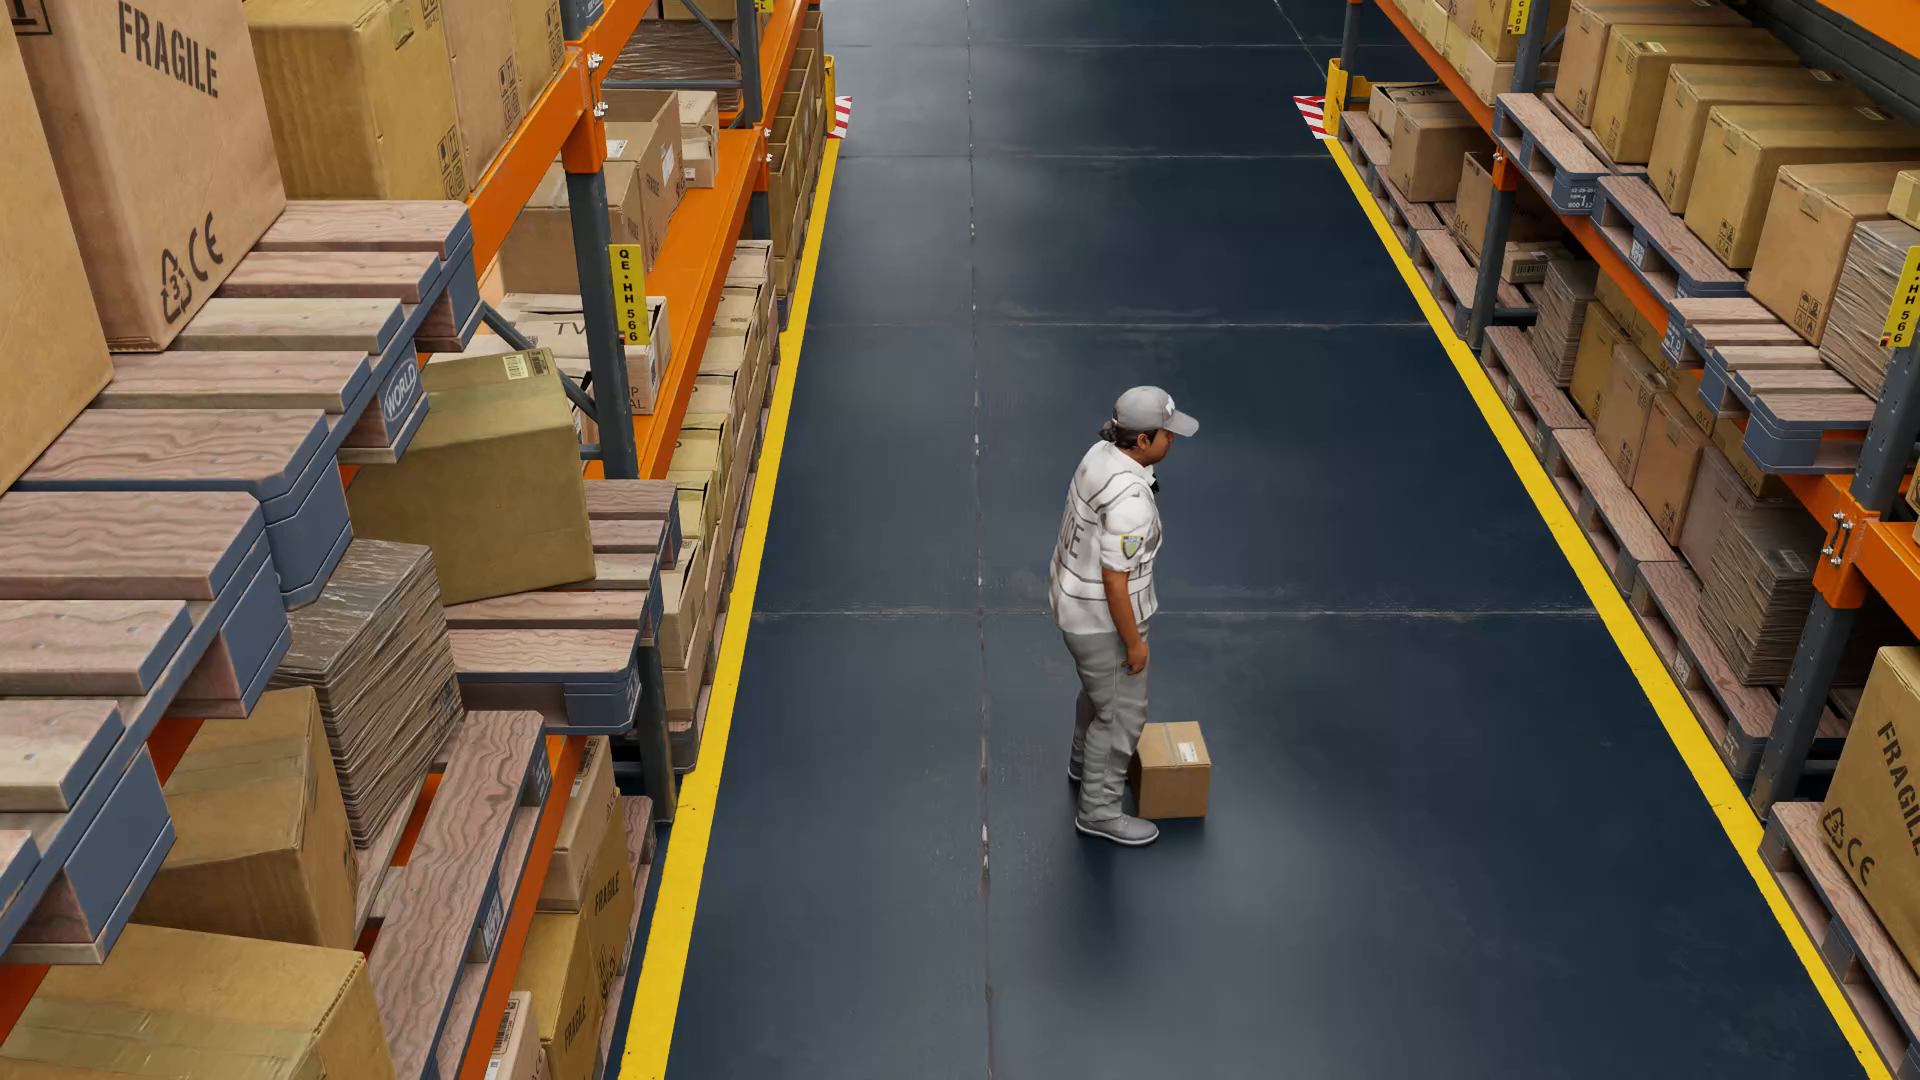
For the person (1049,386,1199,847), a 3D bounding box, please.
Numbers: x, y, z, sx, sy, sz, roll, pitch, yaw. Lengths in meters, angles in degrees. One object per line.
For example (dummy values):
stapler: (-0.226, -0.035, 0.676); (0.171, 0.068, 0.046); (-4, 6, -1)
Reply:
person: (0.546, 0.243, 5.734); (0.463, 1.667, 0.563); (-2, 32, -3)
